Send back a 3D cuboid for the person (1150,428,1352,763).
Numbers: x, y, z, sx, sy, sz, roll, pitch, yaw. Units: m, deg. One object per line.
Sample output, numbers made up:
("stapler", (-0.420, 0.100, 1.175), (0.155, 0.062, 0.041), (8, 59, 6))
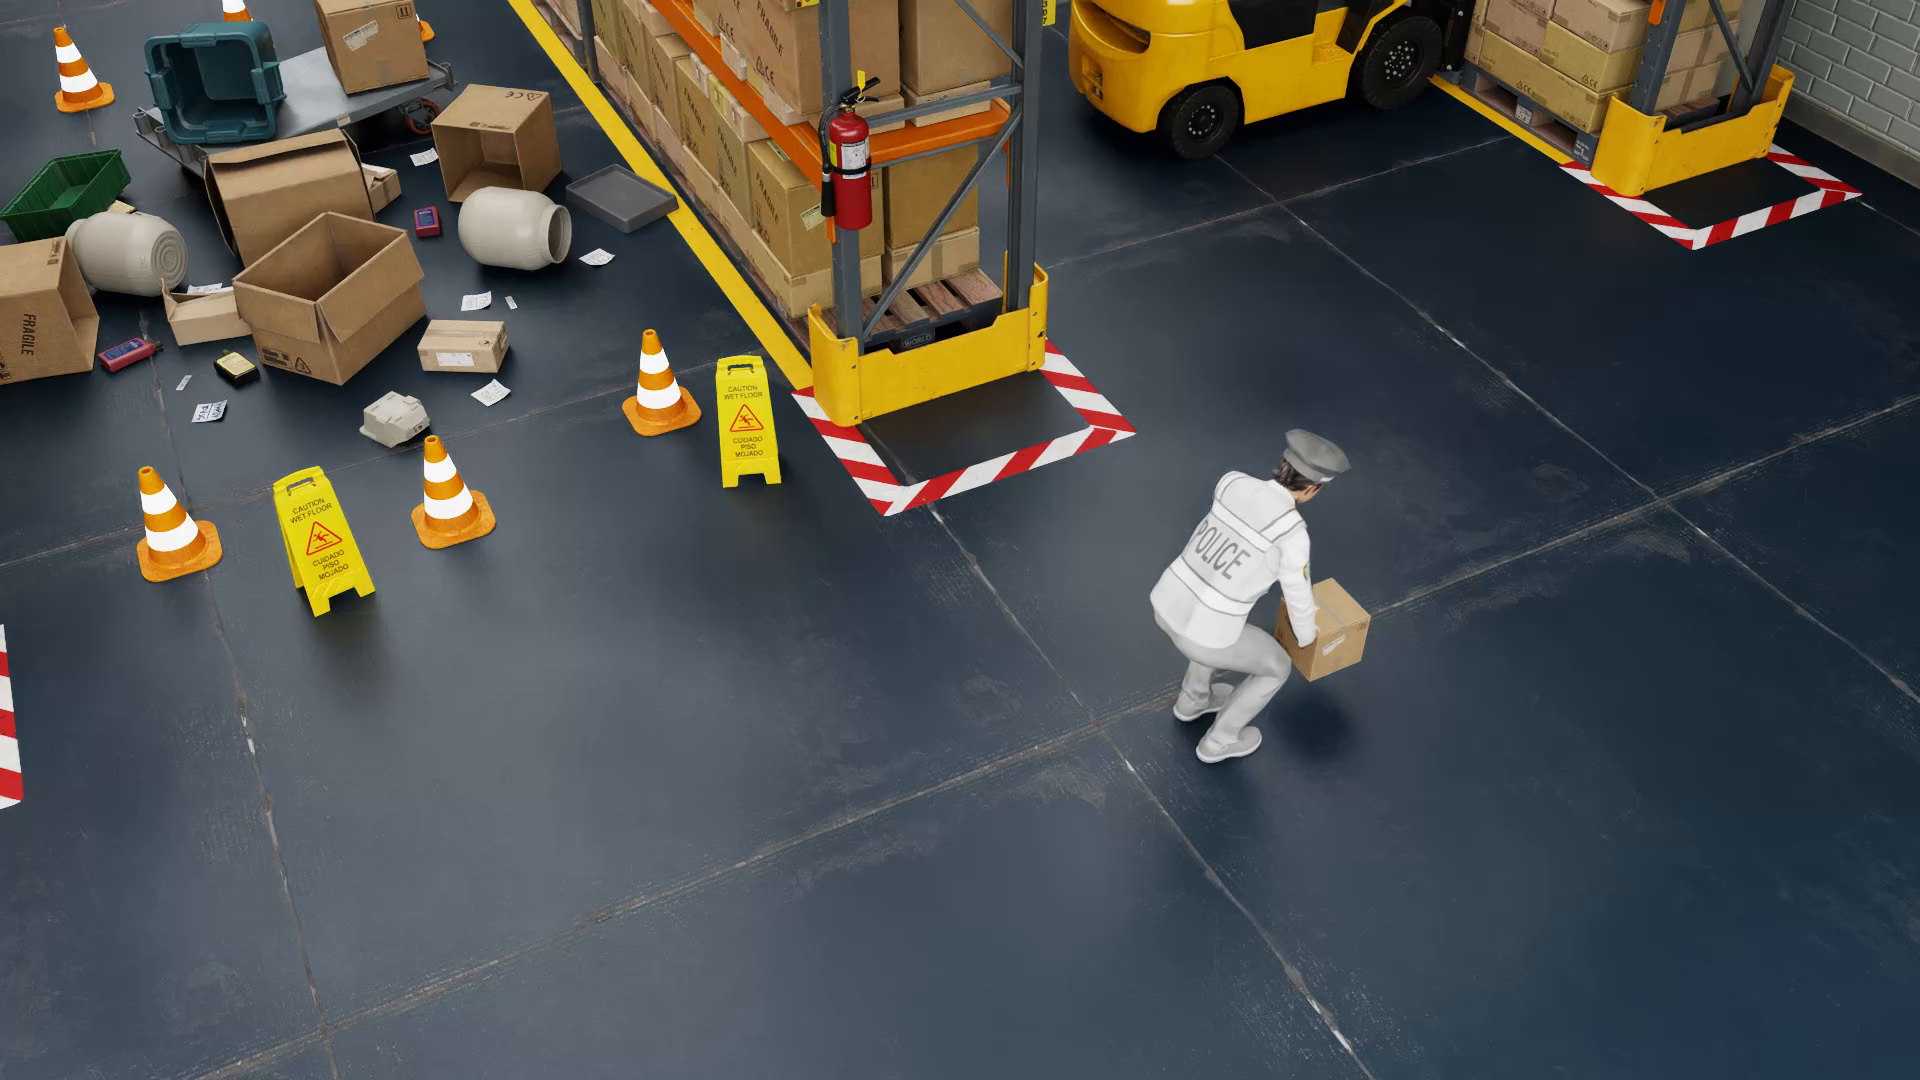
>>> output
("person", (1.043, 0.211, 6.184), (0.736, 1.322, 0.534), (-19, 45, -20))
